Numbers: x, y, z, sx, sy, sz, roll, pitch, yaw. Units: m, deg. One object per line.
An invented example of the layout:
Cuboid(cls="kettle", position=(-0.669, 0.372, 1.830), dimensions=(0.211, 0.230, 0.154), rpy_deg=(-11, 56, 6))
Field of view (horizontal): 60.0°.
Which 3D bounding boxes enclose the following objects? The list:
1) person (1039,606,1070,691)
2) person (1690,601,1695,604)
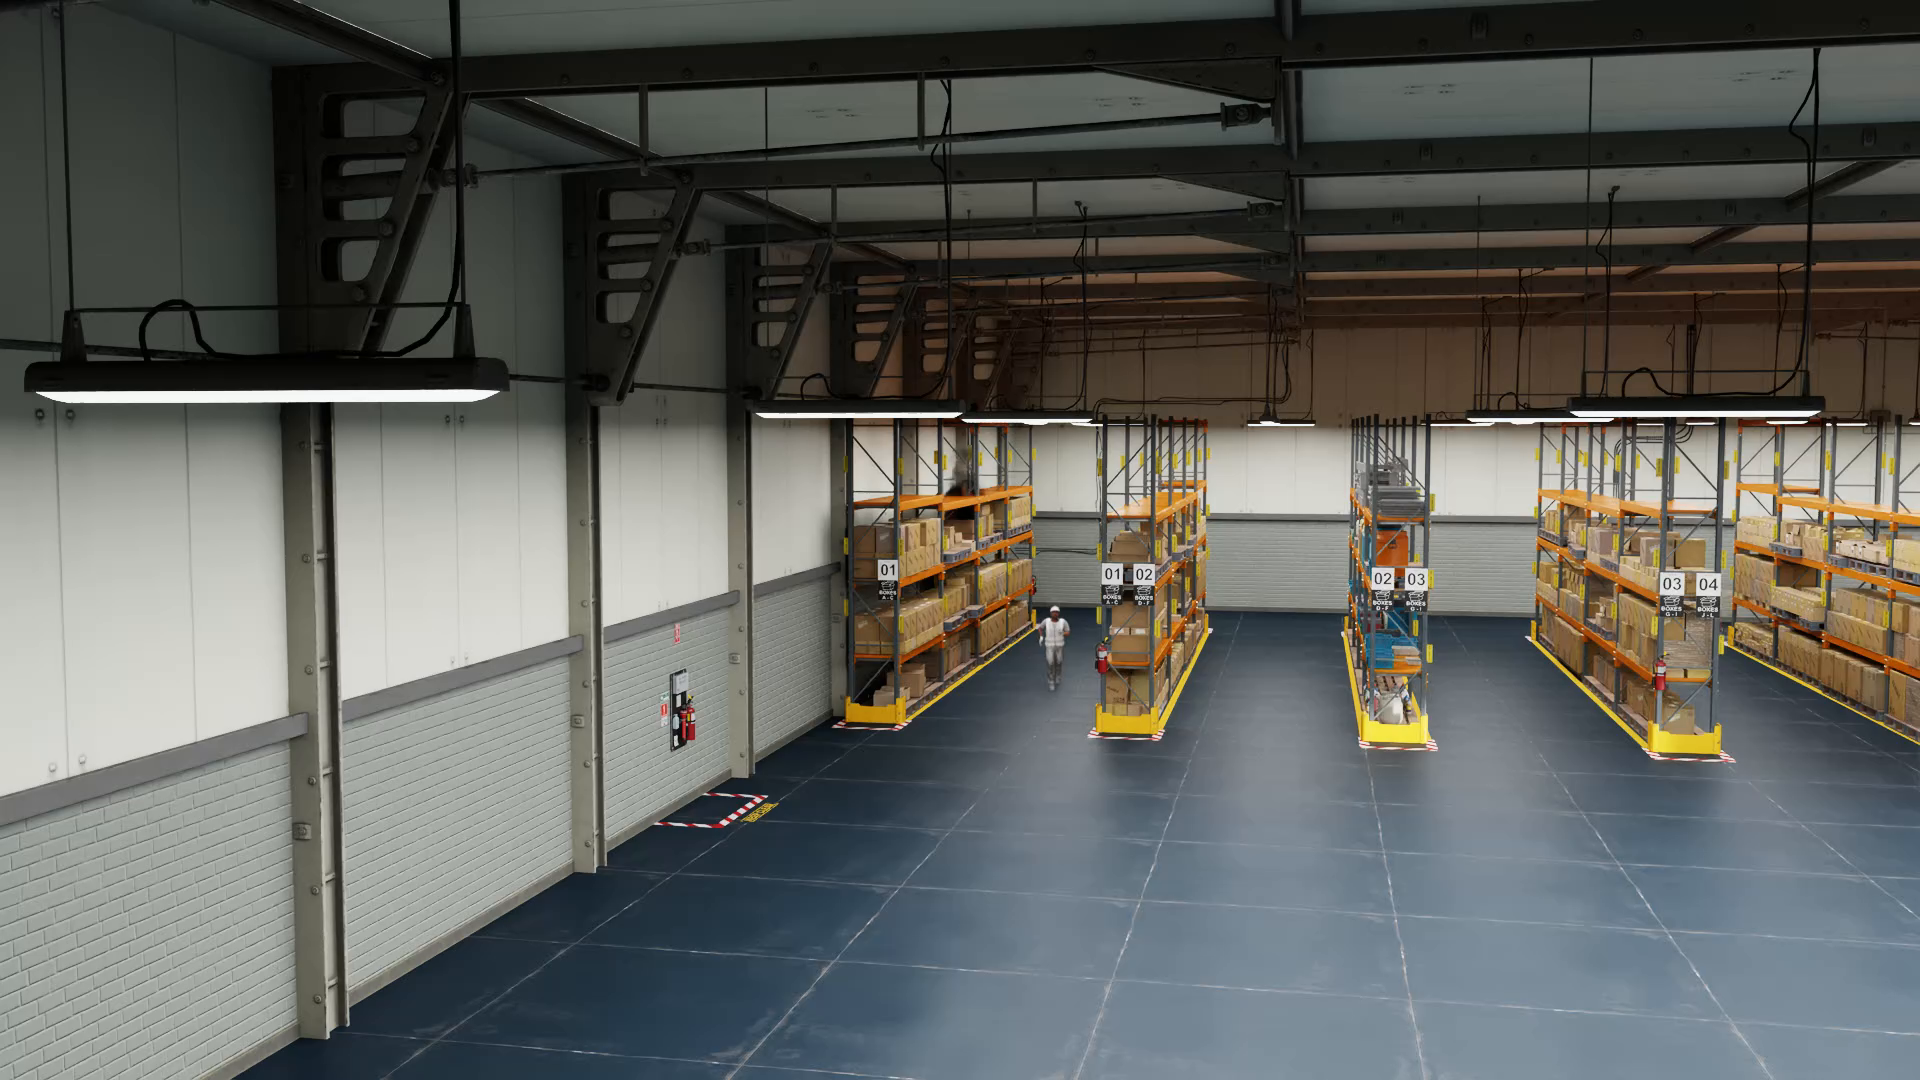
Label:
Cuboid(cls="person", position=(2.090, 2.363, 36.660), dimensions=(0.671, 1.817, 0.883), rpy_deg=(0, 4, -3))
Cuboid(cls="person", position=(19.241, 1.978, 44.602), dimensions=(0.484, 1.595, 0.844), rpy_deg=(-3, 5, -38))
